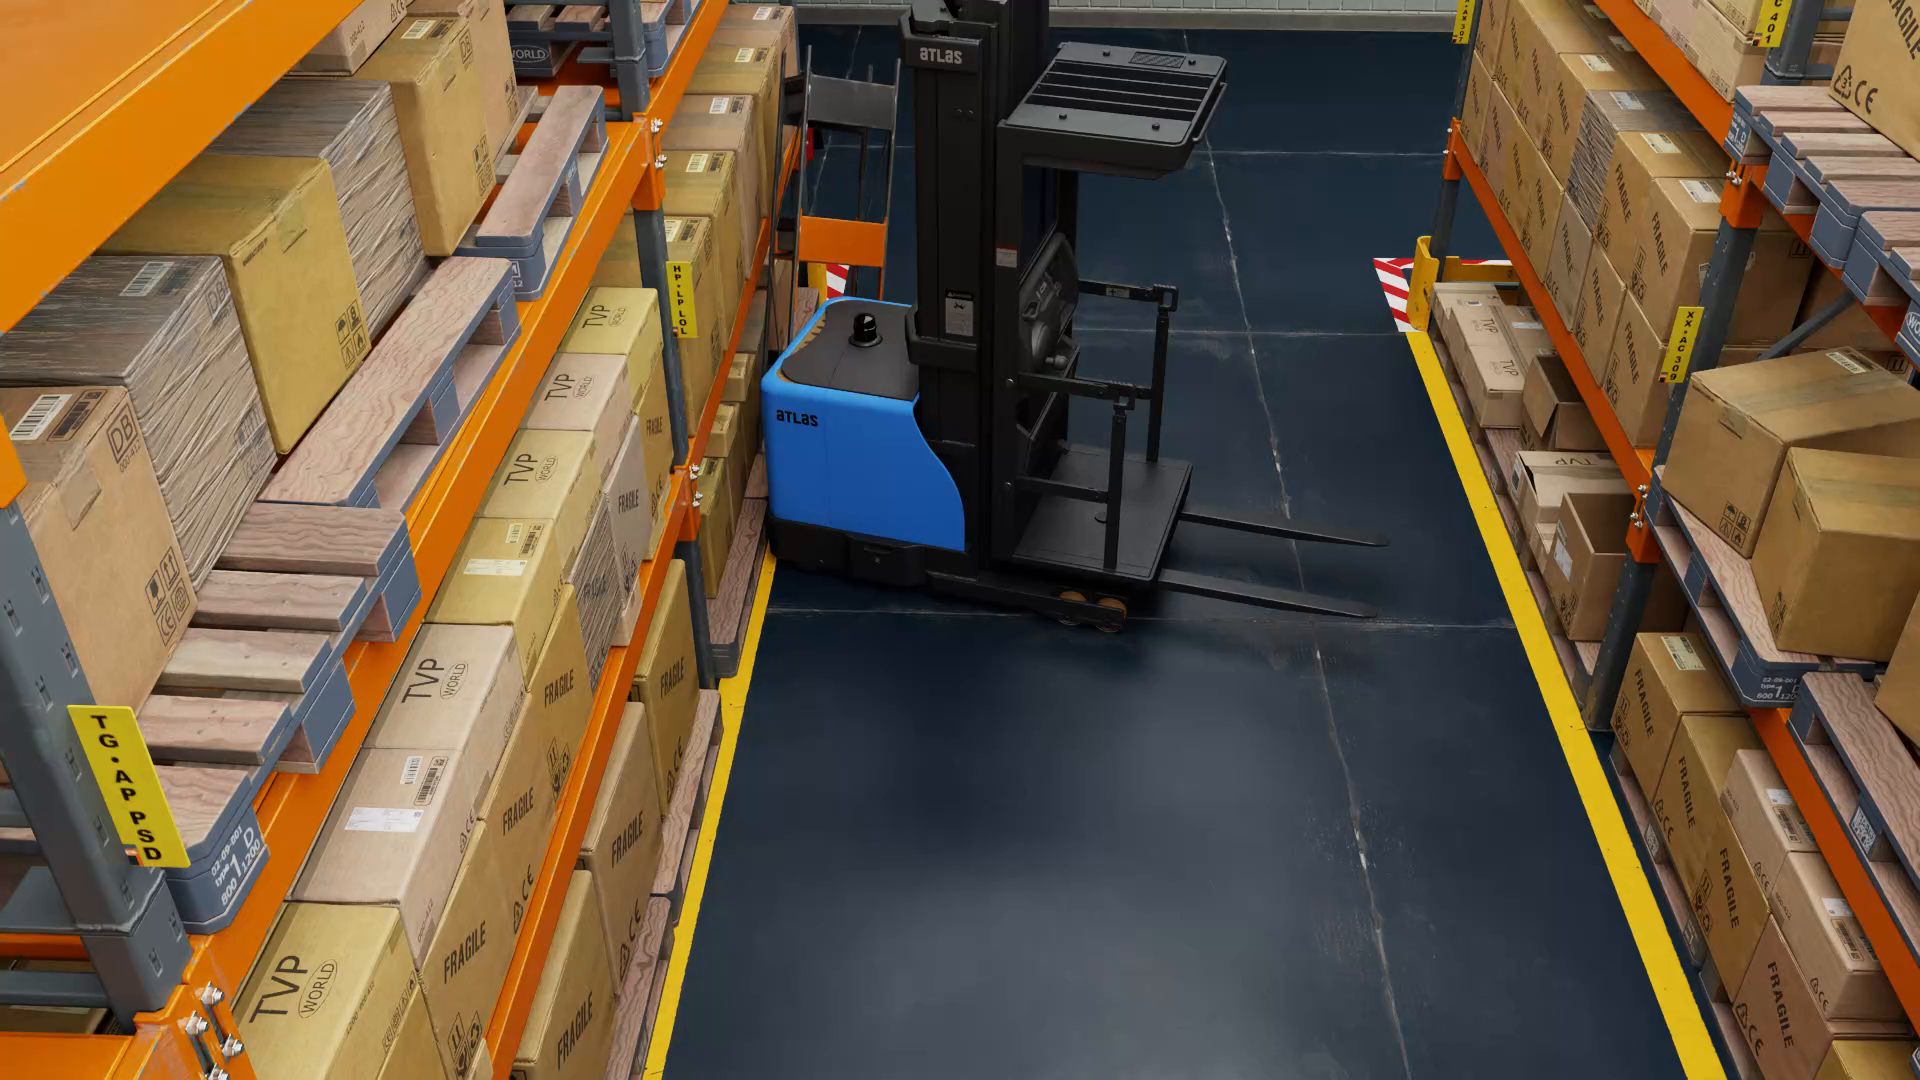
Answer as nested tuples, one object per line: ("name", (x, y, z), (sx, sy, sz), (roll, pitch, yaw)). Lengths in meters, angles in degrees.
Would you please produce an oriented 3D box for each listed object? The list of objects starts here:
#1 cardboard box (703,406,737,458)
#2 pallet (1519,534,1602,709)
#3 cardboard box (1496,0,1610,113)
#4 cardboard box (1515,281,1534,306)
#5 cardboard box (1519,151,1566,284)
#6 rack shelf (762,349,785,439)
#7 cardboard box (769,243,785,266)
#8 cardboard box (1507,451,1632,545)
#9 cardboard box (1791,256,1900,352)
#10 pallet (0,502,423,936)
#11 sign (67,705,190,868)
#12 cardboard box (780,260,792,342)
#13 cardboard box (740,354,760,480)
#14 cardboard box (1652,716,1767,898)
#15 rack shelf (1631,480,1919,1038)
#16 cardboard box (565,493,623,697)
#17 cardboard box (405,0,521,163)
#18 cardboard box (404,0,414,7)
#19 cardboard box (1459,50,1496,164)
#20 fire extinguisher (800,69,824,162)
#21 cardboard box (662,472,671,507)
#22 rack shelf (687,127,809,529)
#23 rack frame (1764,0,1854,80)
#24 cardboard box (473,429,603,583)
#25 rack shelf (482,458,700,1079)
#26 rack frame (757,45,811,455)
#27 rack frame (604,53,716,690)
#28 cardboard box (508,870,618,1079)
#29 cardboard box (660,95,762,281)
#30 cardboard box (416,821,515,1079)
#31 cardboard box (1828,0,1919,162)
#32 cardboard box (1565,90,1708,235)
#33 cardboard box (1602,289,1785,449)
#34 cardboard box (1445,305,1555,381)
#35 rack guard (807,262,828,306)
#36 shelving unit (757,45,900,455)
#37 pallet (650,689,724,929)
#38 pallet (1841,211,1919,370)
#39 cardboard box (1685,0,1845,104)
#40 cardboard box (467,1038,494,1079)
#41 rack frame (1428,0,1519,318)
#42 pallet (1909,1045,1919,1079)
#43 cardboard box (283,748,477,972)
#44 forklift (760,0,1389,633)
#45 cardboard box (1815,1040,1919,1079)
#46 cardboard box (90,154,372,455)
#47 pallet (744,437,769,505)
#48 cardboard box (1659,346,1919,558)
("cardboard box", (-1.300, -0.533, 8.090), (0.380, 0.149, 0.250), (2, 35, 3))
("pallet", (3.349, 0.360, 8.000), (1.003, 0.211, 1.213), (1, 35, 2))
("cardboard box", (3.187, -2.585, 8.809), (0.500, 0.500, 0.500), (2, 35, 2))
("cardboard box", (3.706, -1.524, 10.047), (0.500, 0.500, 0.500), (1, 35, 2))
("cardboard box", (3.140, -1.605, 8.284), (0.500, 0.500, 0.500), (2, 35, 3))
("rack shelf", (-0.758, -0.768, 8.862), (0.480, 0.518, 0.431), (0, 9, -26))
("cardboard box", (-1.220, -1.729, 9.792), (0.380, 0.149, 0.250), (1, 35, 1))
("cardboard box", (3.090, -0.231, 8.372), (0.500, 0.311, 0.500), (1, 35, 2))
("cardboard box", (3.621, -1.101, 6.697), (0.500, 0.500, 0.500), (2, 35, 3))
("pallet", (-1.817, 0.278, 3.247), (1.213, 0.211, 1.003), (3, 35, 4))
("sign", (-1.248, 0.374, 2.496), (0.100, 0.325, 0.005), (1, 35, 2))
("cardboard box", (-1.397, -1.542, 10.089), (0.700, 0.500, 0.500), (1, 35, 2))
("cardboard box", (-1.450, -0.659, 8.833), (0.700, 0.500, 0.500), (2, 35, 3))
("cardboard box", (3.048, 1.035, 6.406), (0.500, 0.500, 0.500), (2, 35, 3))
("rack shelf", (3.241, 1.057, 5.209), (1.077, 0.370, 4.000), (1, 35, 2))
("cardboard box", (-1.435, 0.183, 5.464), (0.500, 0.500, 0.500), (1, 35, 2))
("cardboard box", (-1.774, -1.444, 5.063), (0.700, 0.500, 0.500), (0, 35, -1))
("cardboard box", (-1.795, -1.751, 4.849), (0.500, 0.250, 0.500), (4, 35, 5))
("cardboard box", (3.200, -2.477, 9.524), (0.500, 0.500, 0.500), (2, 35, 3))
("fire extinguisher", (-1.001, -2.689, 10.305), (0.296, 0.674, 0.183), (1, 35, 2))
("cardboard box", (-1.360, -0.204, 6.578), (0.380, 0.149, 0.250), (2, 35, 2))
("rack shelf", (-1.549, -1.354, 8.639), (1.077, 0.370, 4.000), (1, 35, 2))
("rack frame", (3.321, -2.841, 4.912), (1.000, 3.000, 0.127), (1, 35, 2))
("cardboard box", (-1.443, -0.116, 5.236), (0.500, 0.250, 0.500), (2, 35, 3))
("rack shelf", (-1.709, 0.944, 5.369), (1.077, 0.370, 4.000), (1, 35, 2))
("rack frame", (-0.920, -1.473, 8.651), (0.015, 2.100, 0.400), (0, 9, -26))
("rack frame", (-1.629, -0.499, 6.797), (1.000, 3.000, 0.127), (1, 35, 2))
("cardboard box", (-1.587, 1.584, 5.337), (0.750, 0.750, 0.750), (1, 35, 2))
("cardboard box", (-1.537, -1.770, 8.345), (0.980, 0.700, 0.700), (0, 35, 0))
("cardboard box", (-1.484, 1.055, 4.223), (0.500, 0.500, 0.500), (2, 35, 3))
("cardboard box", (3.227, -1.580, 5.187), (0.600, 0.600, 0.600), (-2, 35, -3))
("cardboard box", (3.121, -1.717, 7.574), (0.500, 0.500, 0.500), (2, 35, 2))
("cardboard box", (3.085, -0.721, 7.026), (0.500, 0.500, 0.500), (2, 35, 3))
("cardboard box", (3.156, -1.147, 9.727), (0.500, 0.250, 0.500), (1, 35, 2))
("rack guard", (-1.467, -1.788, 10.805), (1.175, 0.500, 0.348), (1, 35, 2))
("shelving unit", (-0.702, -1.472, 8.759), (0.503, 2.100, 0.431), (0, 9, -26))
("pallet", (-1.585, 1.087, 6.965), (1.003, 0.211, 1.213), (1, 35, 2))
("pallet", (3.186, -0.568, 4.450), (1.213, 0.211, 1.003), (1, 35, 2))
("cardboard box", (3.075, -1.838, 6.224), (0.500, 0.250, 0.500), (1, 35, 2))
("cardboard box", (-1.431, 1.415, 4.275), (0.380, 0.149, 0.250), (2, 35, 3))
("rack frame", (3.481, -2.685, 9.907), (1.000, 3.000, 0.127), (1, 35, 2))
("pallet", (3.117, 1.599, 3.979), (1.213, 0.211, 1.003), (1, 35, 2))
("cardboard box", (-1.493, 0.758, 3.993), (0.500, 0.250, 0.500), (1, 35, 1))
("forklift", (0.602, -1.093, 7.702), (3.031, 2.935, 1.130), (10, 36, 14))
("cardboard box", (2.984, 1.914, 5.155), (0.500, 0.500, 0.500), (0, 35, 0))
("cardboard box", (-1.824, -0.552, 3.794), (0.700, 0.500, 0.500), (3, 35, 4))
("pallet", (-1.474, -0.496, 9.218), (1.003, 0.211, 1.213), (1, 35, 2))
("cardboard box", (3.078, -0.332, 6.108), (0.700, 0.500, 0.500), (-10, 36, -14))
